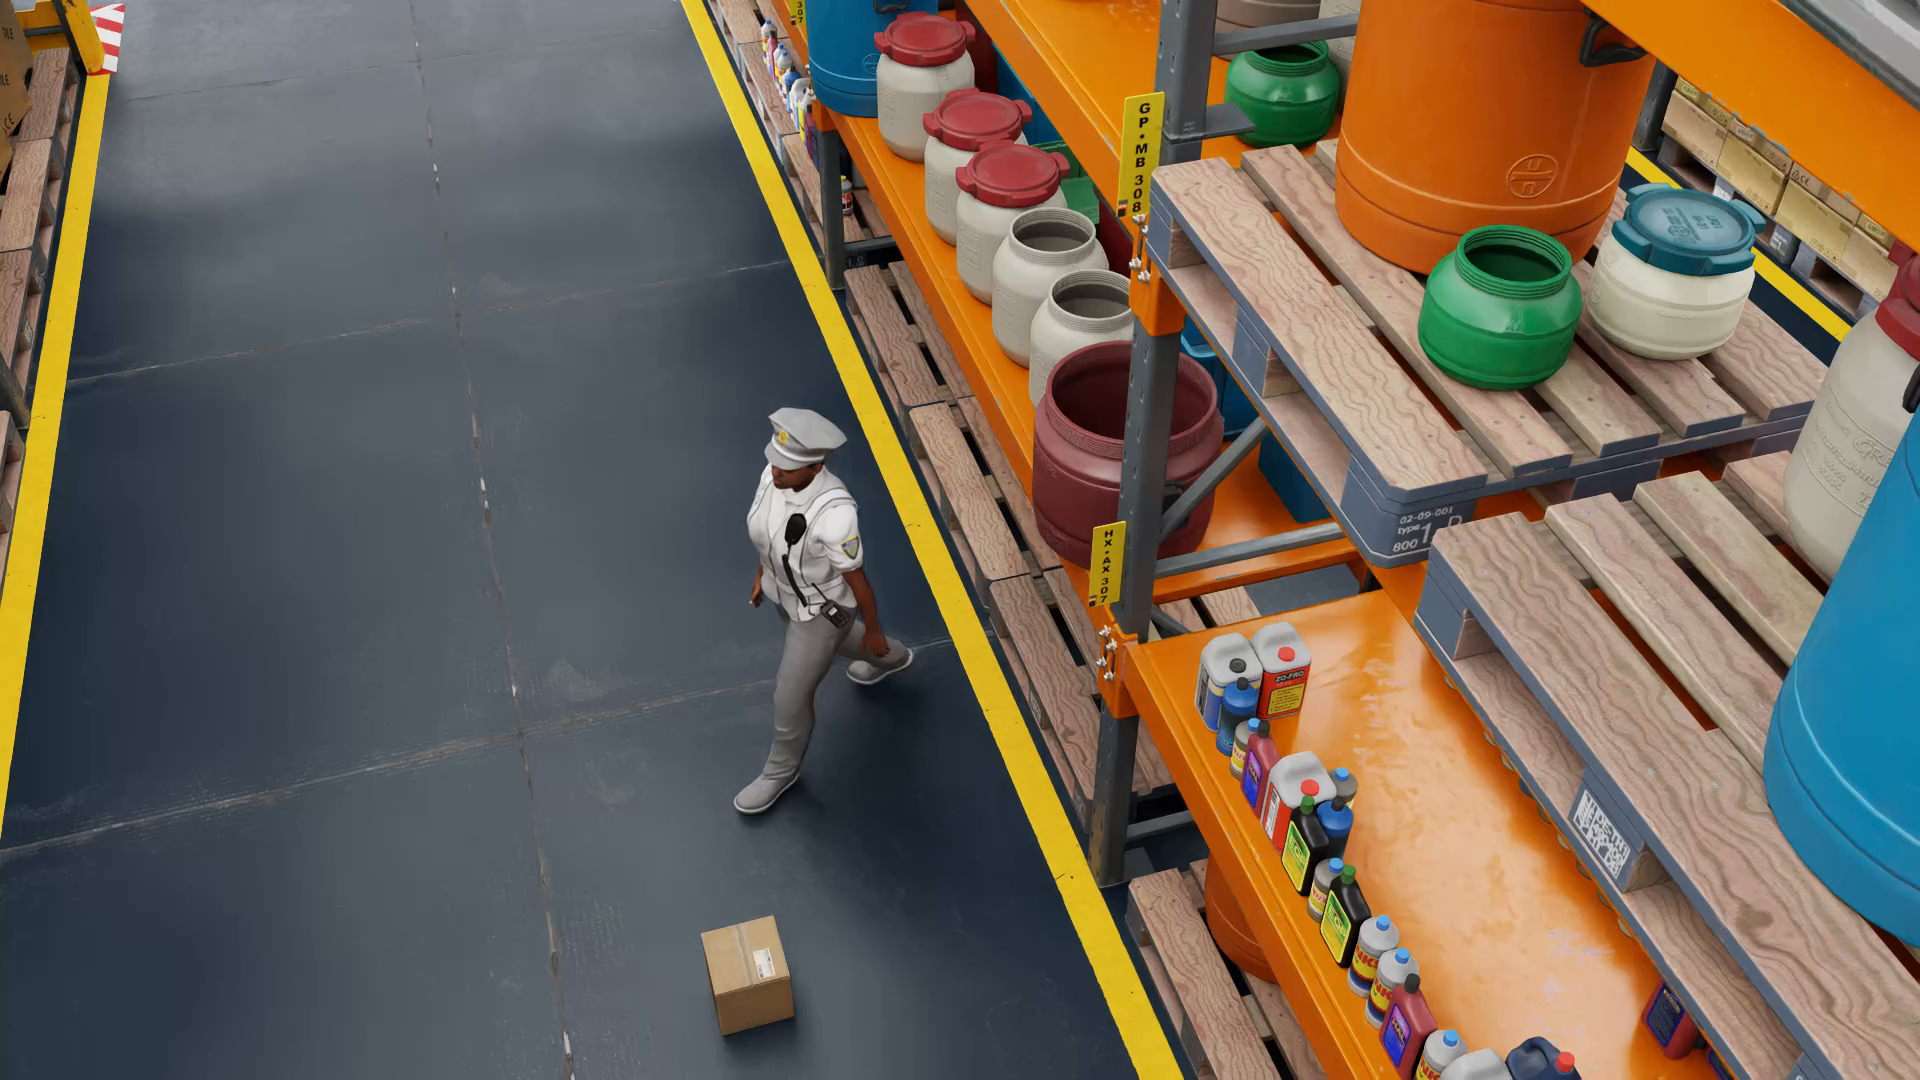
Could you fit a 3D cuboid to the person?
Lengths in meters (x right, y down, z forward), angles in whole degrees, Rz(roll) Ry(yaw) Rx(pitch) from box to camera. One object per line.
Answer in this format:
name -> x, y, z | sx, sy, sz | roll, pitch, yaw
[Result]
person -> -0.509, 0.192, 5.929 | 0.941, 1.648, 0.542 | -28, 49, -27
